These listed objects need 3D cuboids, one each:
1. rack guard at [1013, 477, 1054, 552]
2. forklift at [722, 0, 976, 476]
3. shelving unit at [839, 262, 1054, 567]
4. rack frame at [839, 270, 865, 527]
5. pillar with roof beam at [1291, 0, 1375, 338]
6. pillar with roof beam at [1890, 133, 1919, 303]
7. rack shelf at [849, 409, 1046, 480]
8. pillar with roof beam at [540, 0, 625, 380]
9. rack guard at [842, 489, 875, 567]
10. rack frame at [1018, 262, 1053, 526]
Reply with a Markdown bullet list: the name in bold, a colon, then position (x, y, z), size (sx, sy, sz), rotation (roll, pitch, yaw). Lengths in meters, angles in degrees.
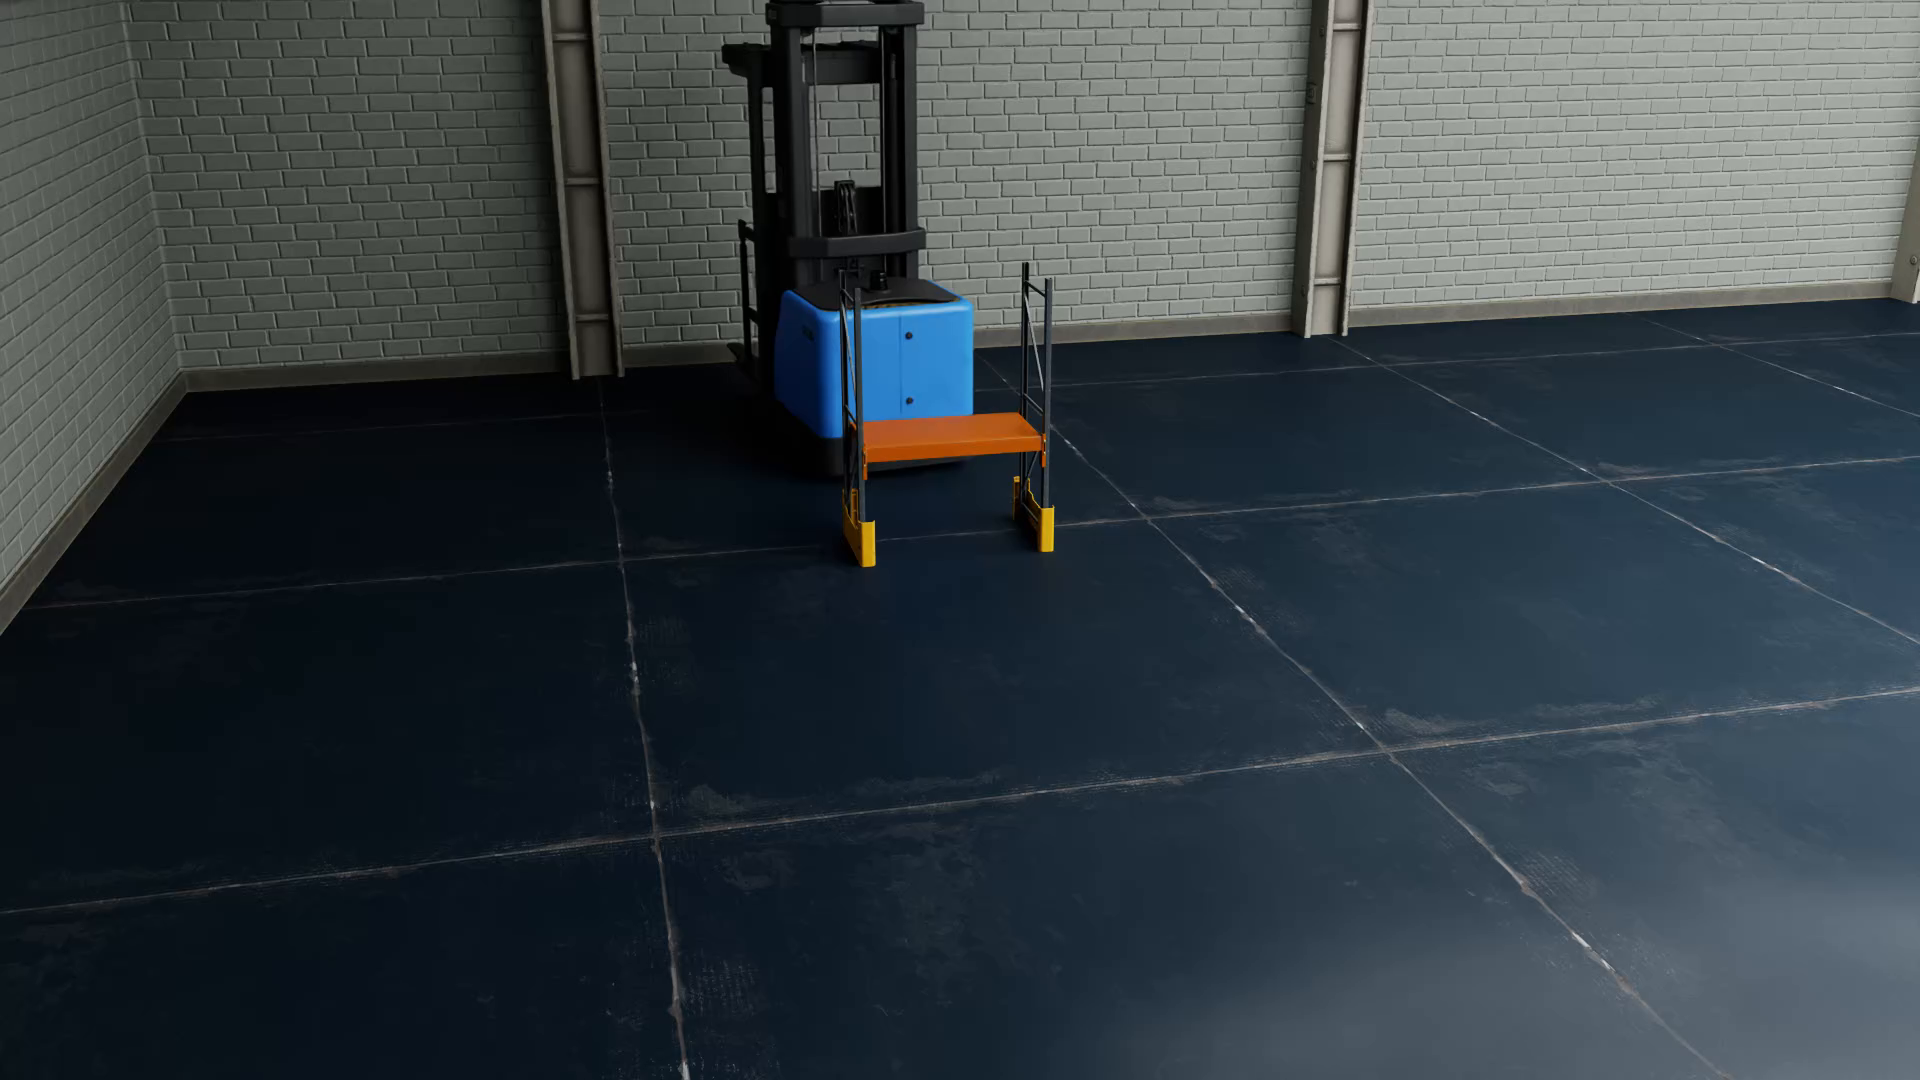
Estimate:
- **rack guard**: position (0.410, -0.151, 9.363), size (0.087, 0.250, 0.587), rotation (-5, 21, -12)
- **forklift**: position (-0.916, -2.237, 11.159), size (1.130, 2.935, 3.031), rotation (-8, 22, -20)
- **shelving unit**: position (-0.074, -0.698, 9.040), size (1.083, 1.500, 0.587), rotation (-5, 21, -12)
- **rack frame**: position (-0.578, -0.657, 8.928), size (0.032, 1.500, 0.500), rotation (-5, 21, -12)
- **pillar with roof beam**: position (4.034, -4.547, 8.643), size (0.400, 9.000, 9.100), rotation (-5, 21, -12)
- **pillar with roof beam**: position (9.873, -5.021, 9.940), size (0.400, 9.000, 9.100), rotation (-5, 21, -12)
- **rack shelf**: position (-0.083, -0.529, 9.100), size (1.000, 0.185, 0.538), rotation (-5, 21, -12)
- **pillar with roof beam**: position (-1.805, -4.072, 7.347), size (0.400, 9.000, 9.100), rotation (-5, 21, -12)
- **rack guard**: position (-0.559, -0.072, 9.148), size (0.087, 0.250, 0.587), rotation (-5, 21, -12)
- **rack frame**: position (0.412, -0.738, 9.148), size (0.032, 1.500, 0.500), rotation (-5, 21, -12)
